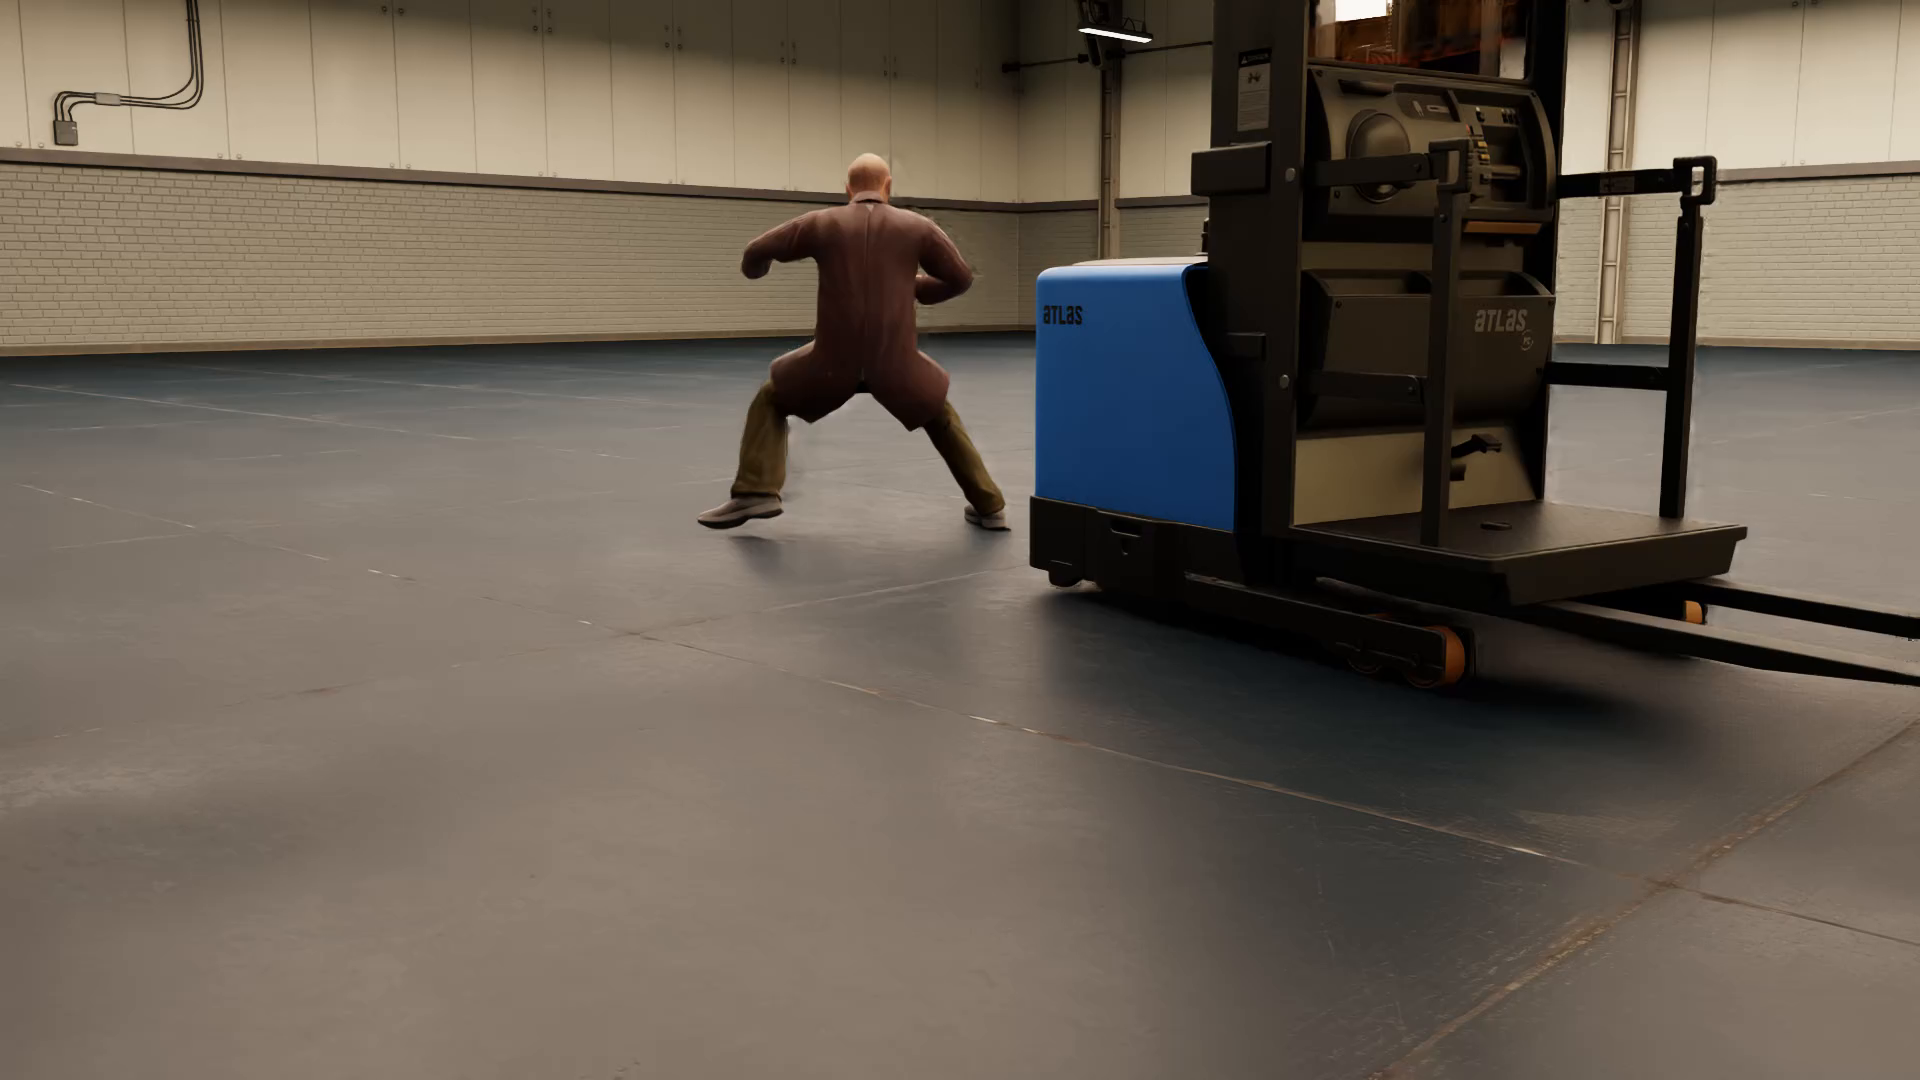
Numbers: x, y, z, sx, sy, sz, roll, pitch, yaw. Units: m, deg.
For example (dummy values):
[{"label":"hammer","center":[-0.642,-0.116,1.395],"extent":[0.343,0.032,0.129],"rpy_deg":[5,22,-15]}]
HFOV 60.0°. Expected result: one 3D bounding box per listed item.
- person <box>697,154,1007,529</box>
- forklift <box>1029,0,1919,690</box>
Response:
[{"label":"person","center":[-0.438,-0.800,6.865],"extent":[1.279,1.536,0.709],"rpy_deg":[0,9,0]},{"label":"forklift","center":[1.462,-1.150,4.513],"extent":[1.130,2.935,3.031],"rpy_deg":[-6,10,-33]}]
